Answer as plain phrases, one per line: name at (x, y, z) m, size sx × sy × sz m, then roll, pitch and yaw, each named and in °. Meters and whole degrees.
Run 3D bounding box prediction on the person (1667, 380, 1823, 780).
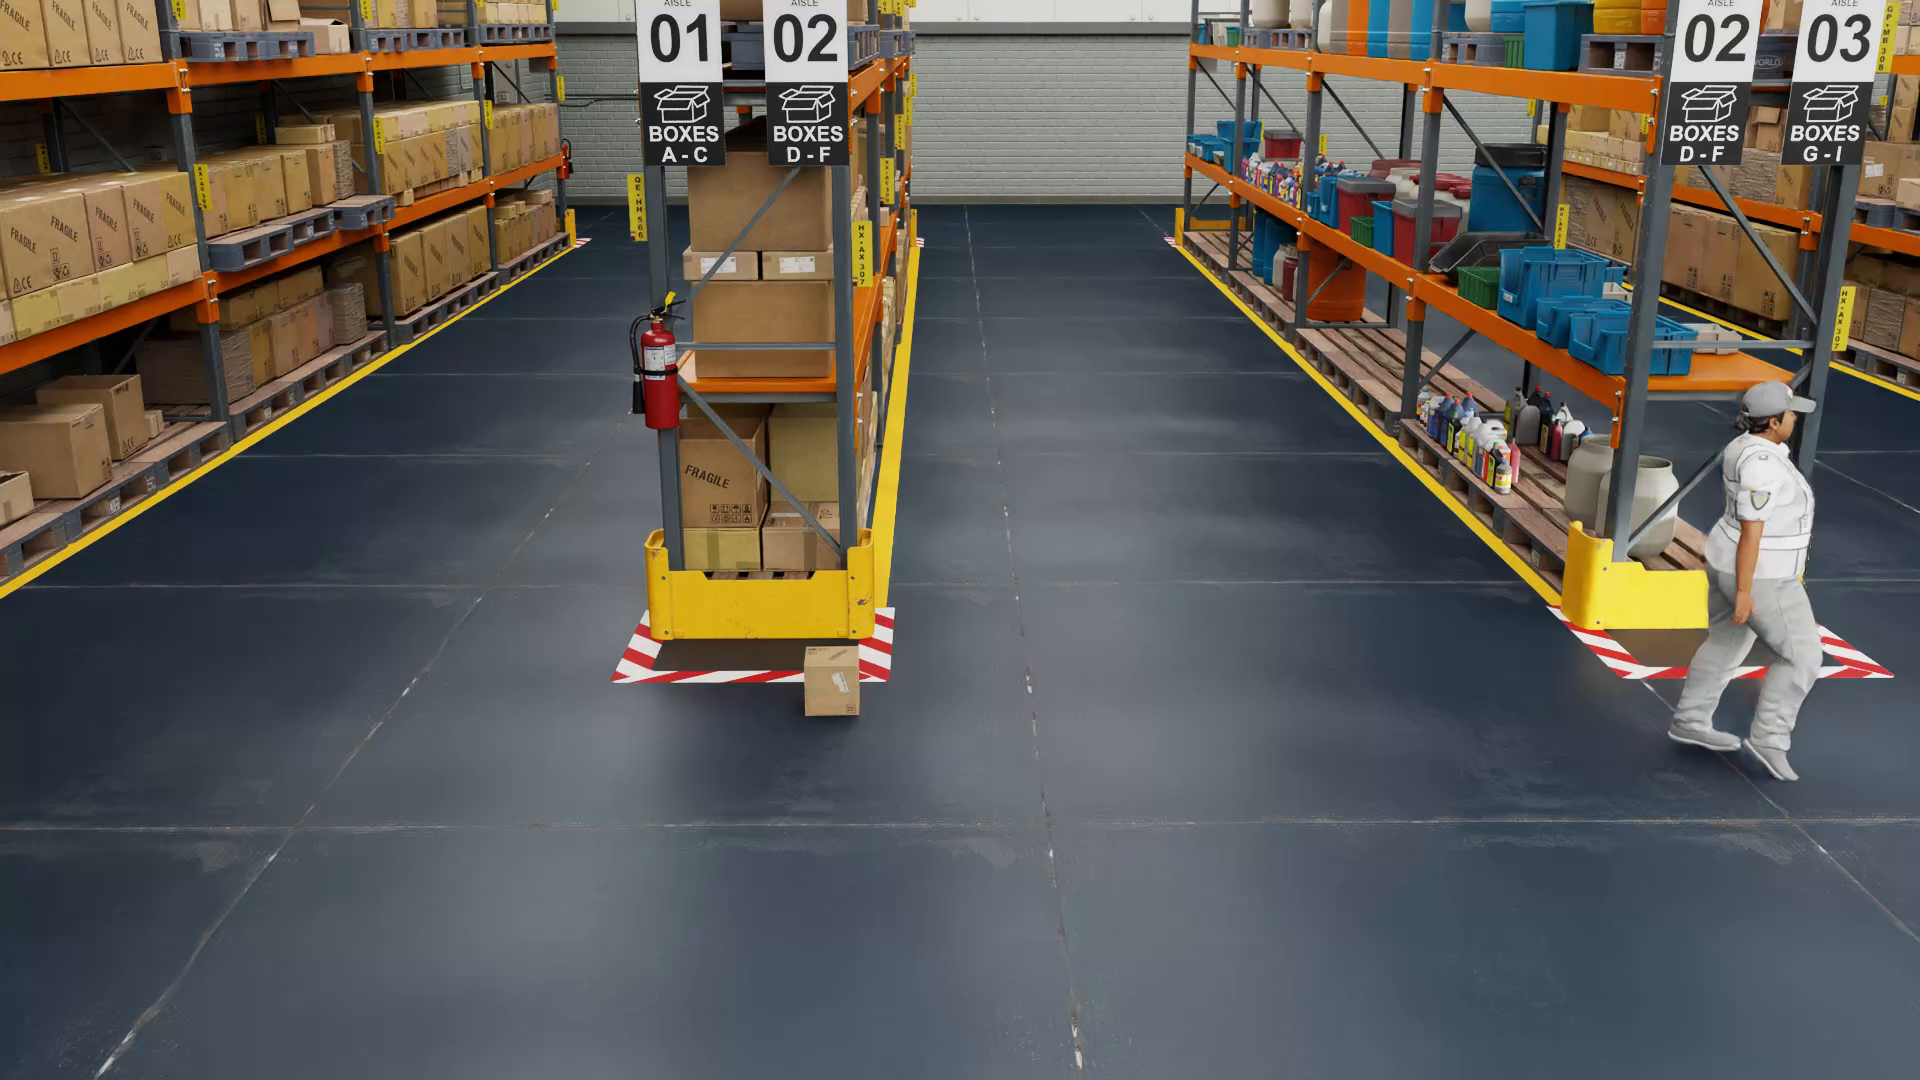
person at (3.377, 0.182, 7.032) m, size 0.508 × 1.737 × 0.511 m, roll 3°, pitch 18°, yaw 10°
